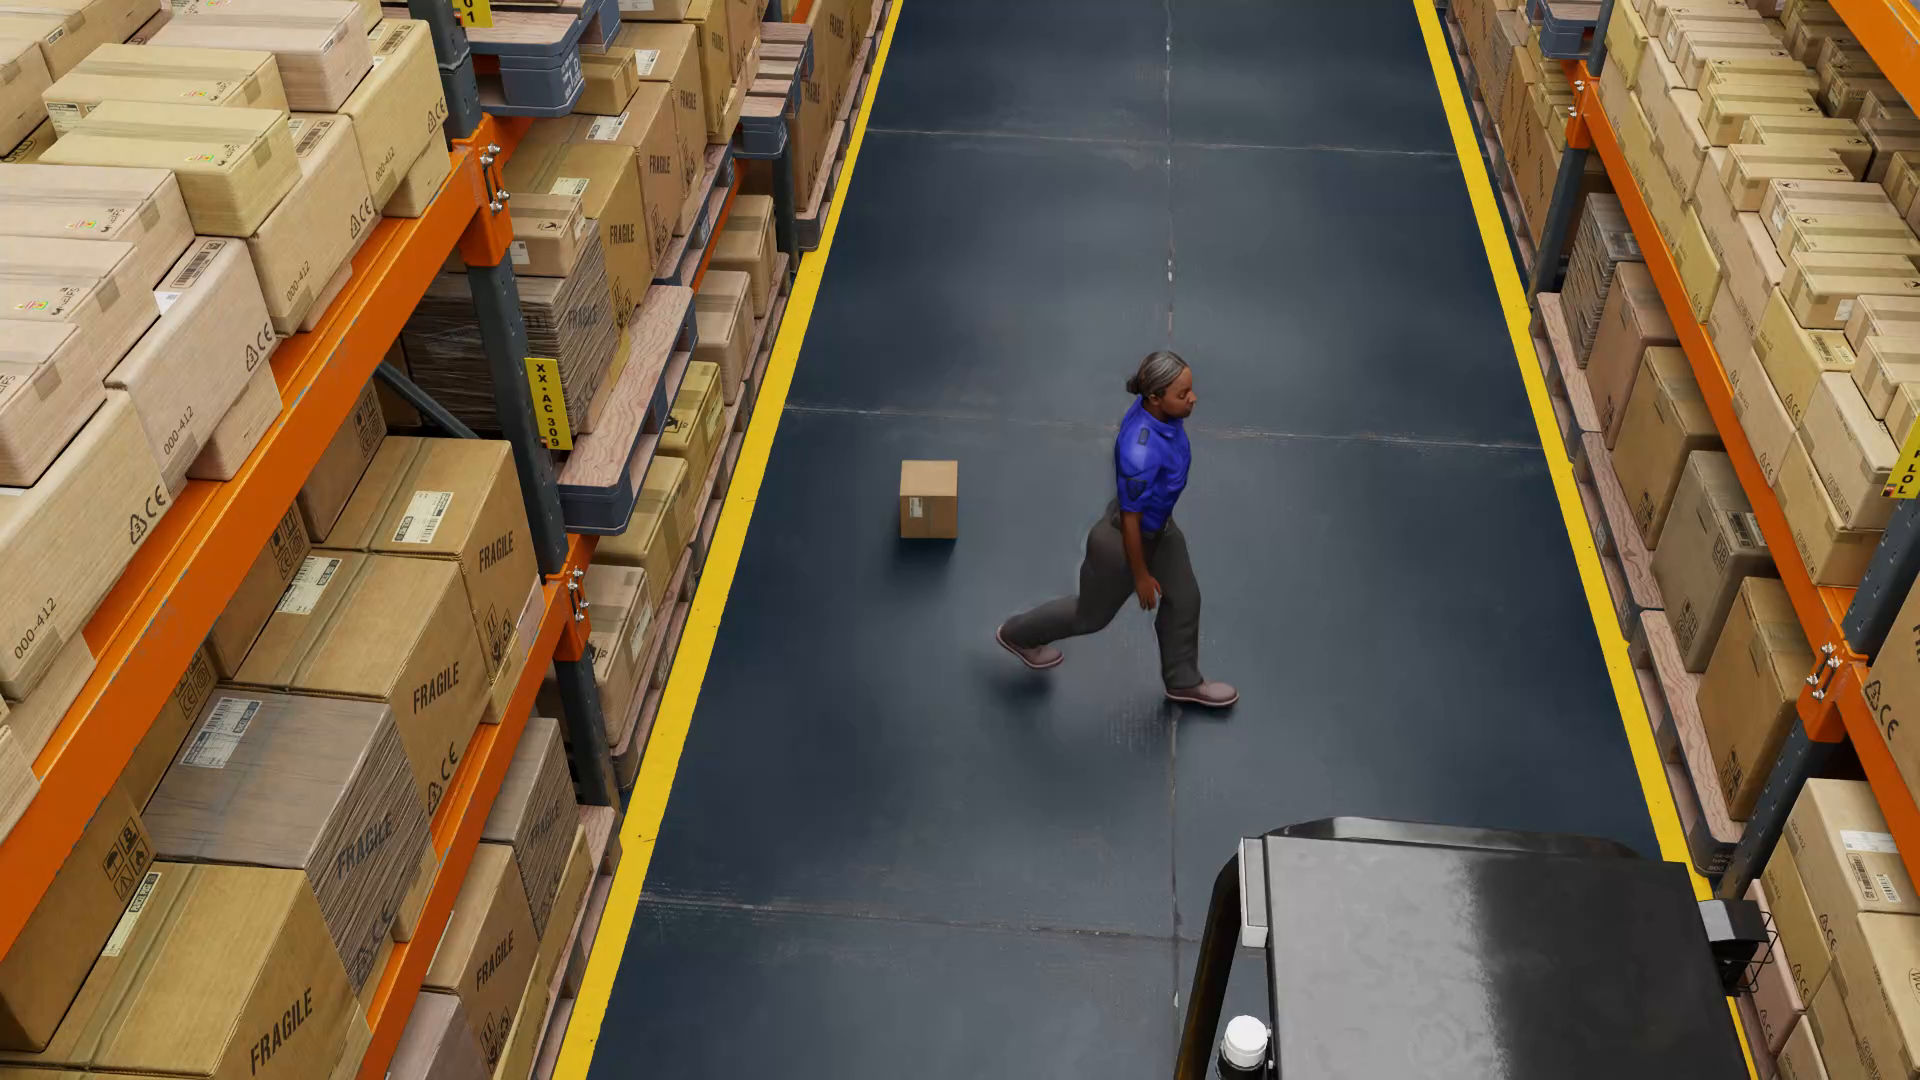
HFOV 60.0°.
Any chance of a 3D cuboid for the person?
[{"bbox_3d":[0.616,-0.021,6.189,0.986,1.607,0.462,15,43,17],"label":"person"}]
